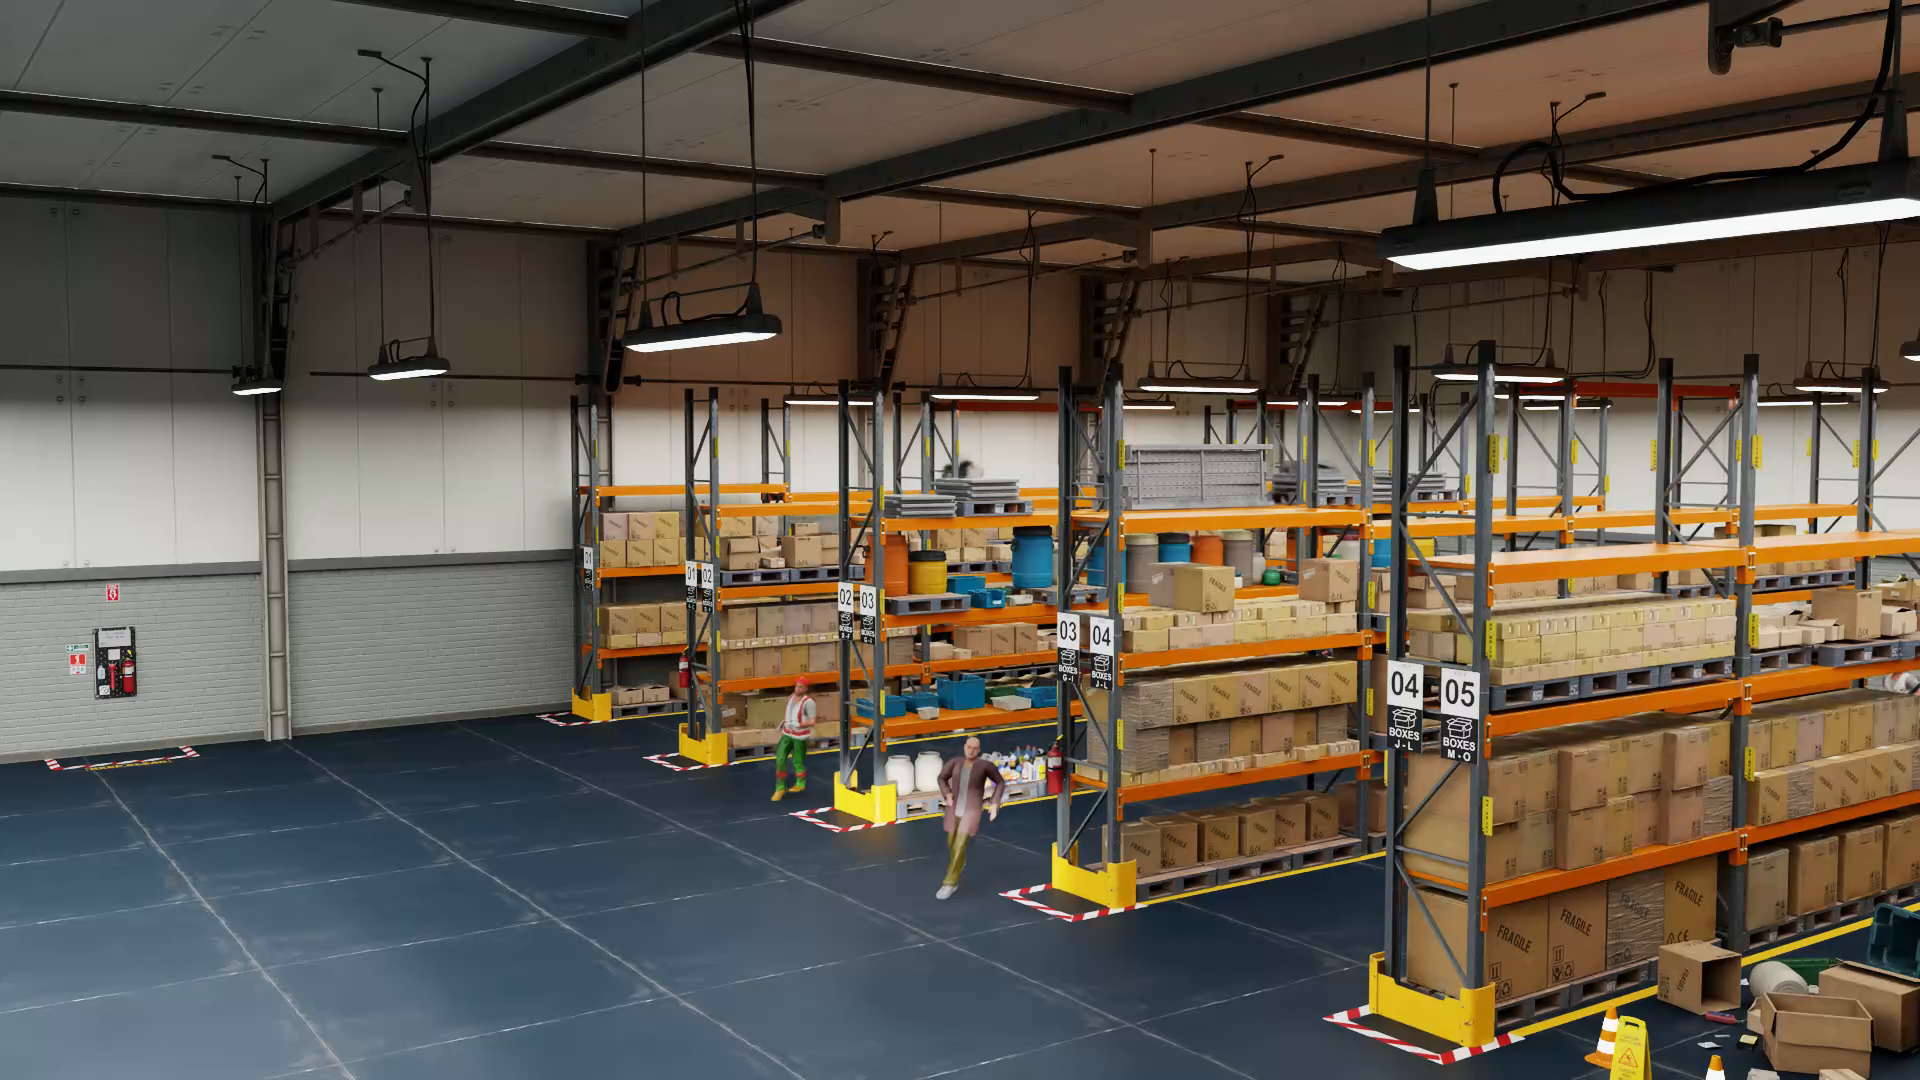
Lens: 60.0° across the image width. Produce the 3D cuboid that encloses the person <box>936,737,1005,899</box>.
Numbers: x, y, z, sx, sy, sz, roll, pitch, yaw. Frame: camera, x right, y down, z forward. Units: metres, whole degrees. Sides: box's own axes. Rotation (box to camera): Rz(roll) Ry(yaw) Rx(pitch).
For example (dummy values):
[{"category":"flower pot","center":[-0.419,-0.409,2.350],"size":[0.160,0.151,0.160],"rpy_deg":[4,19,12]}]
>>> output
[{"category":"person","center":[0.087,3.125,18.956],"size":[0.773,1.774,0.968],"rpy_deg":[1,4,22]}]

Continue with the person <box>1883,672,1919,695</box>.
[{"category":"person","center":[14.656,2.720,25.956],"size":[0.758,1.847,0.650],"rpy_deg":[-3,4,-38]}]

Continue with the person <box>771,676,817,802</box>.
[{"category":"person","center":[-2.321,2.851,23.883],"size":[0.654,1.818,0.705],"rpy_deg":[2,4,24]}]

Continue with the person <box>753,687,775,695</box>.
[{"category":"person","center":[-3.405,2.513,29.744],"size":[0.691,1.752,0.698],"rpy_deg":[-3,4,-37]}]
